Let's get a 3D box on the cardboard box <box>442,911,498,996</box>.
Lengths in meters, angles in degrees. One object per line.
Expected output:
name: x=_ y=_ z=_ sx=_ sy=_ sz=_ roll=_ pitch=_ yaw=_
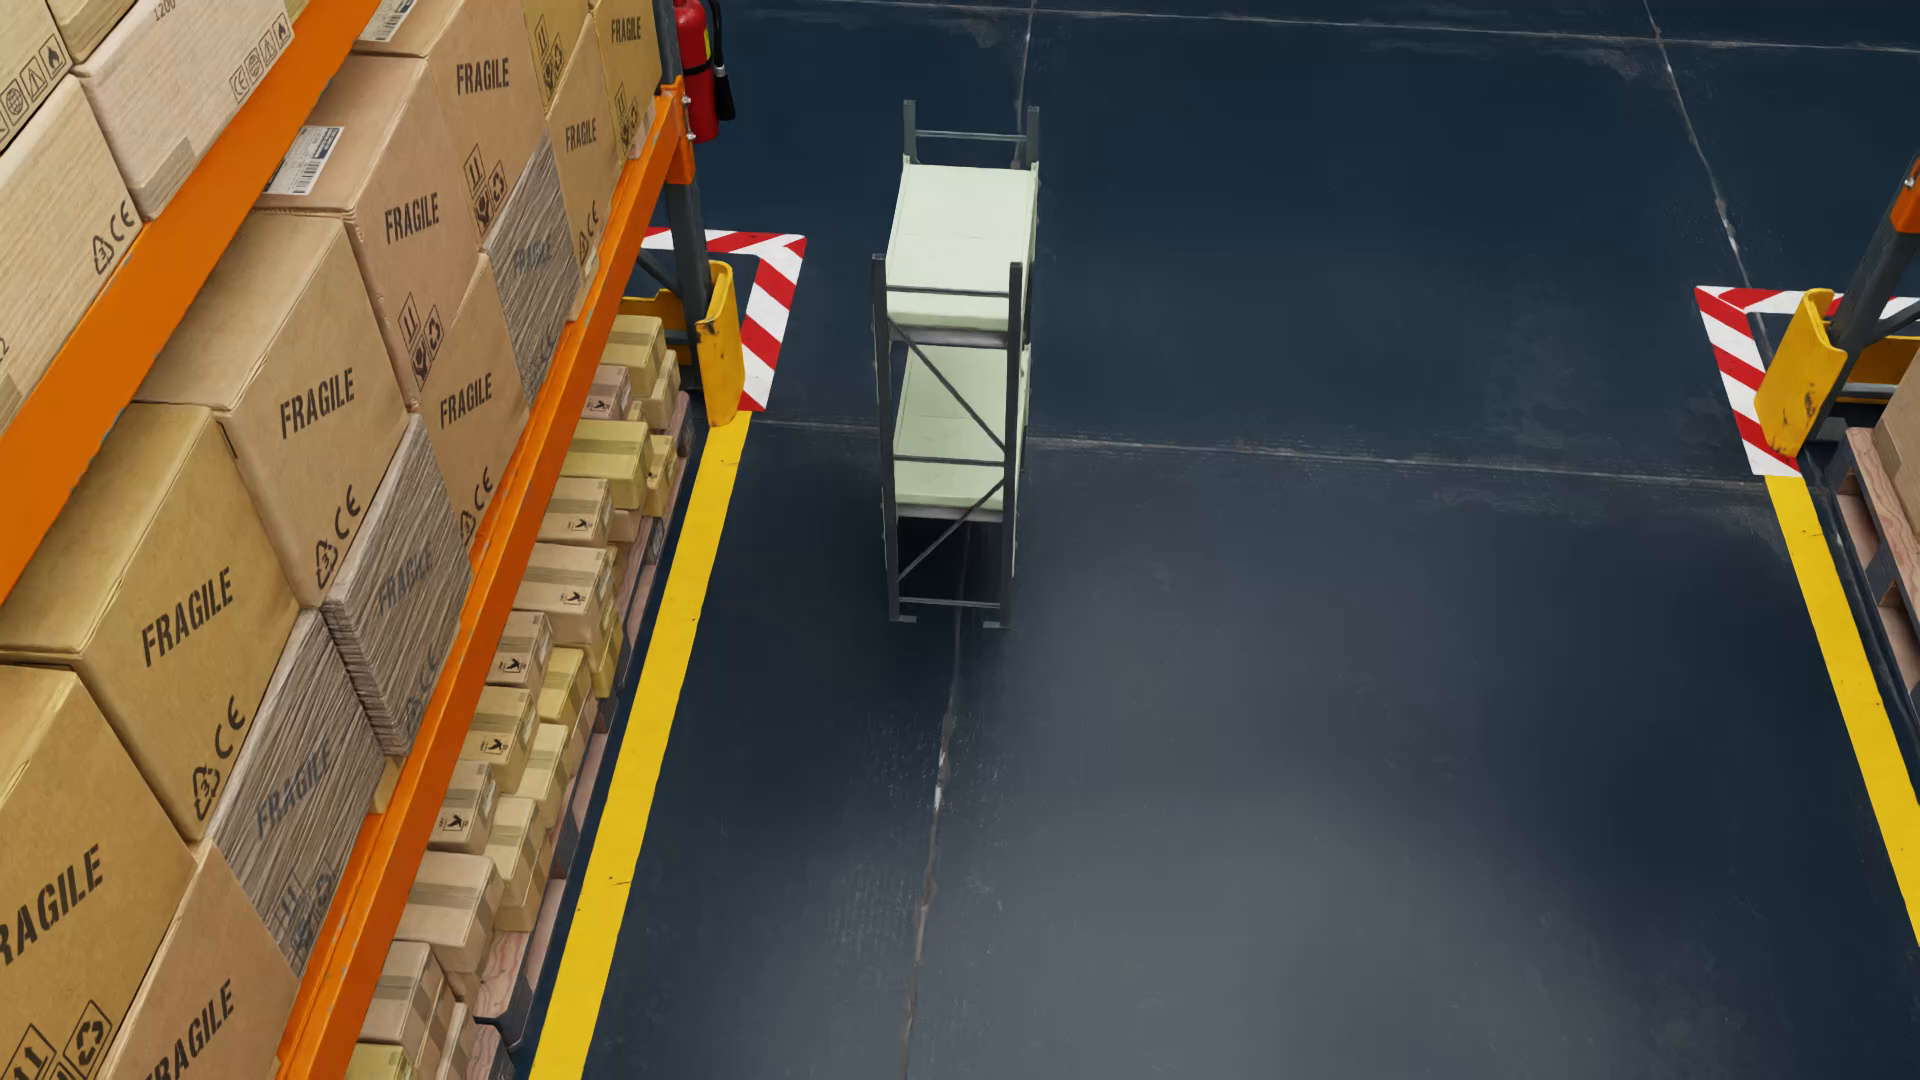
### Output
cardboard box: x=-1.417 y=0.997 z=4.252 sx=0.380 sy=0.149 sz=0.250 roll=6 pitch=48 yaw=5

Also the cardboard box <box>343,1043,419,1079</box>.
cardboard box: x=-1.469 y=1.286 z=3.785 sx=0.380 sy=0.149 sz=0.250 roll=3 pitch=48 yaw=3

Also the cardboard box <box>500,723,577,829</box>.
cardboard box: x=-1.283 y=0.636 z=4.581 sx=0.380 sy=0.149 sz=0.250 roll=4 pitch=48 yaw=4

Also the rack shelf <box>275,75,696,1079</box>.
rack shelf: x=-1.583 y=0.067 z=4.144 sx=1.077 sy=0.370 sz=4.000 roll=4 pitch=48 yaw=4

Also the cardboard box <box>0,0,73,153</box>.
cardboard box: x=-1.432 y=-0.540 z=1.942 sx=0.500 sy=0.250 sz=0.500 roll=4 pitch=48 yaw=3

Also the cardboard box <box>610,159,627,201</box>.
cardboard box: x=-1.209 y=-1.122 z=4.914 sx=0.380 sy=0.149 sz=0.250 roll=4 pitch=48 yaw=3

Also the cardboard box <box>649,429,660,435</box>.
cardboard box: x=-1.241 y=-0.425 z=5.753 sx=0.380 sy=0.149 sz=0.250 roll=5 pitch=48 yaw=4

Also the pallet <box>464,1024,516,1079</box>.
pallet: x=-1.739 y=1.739 z=4.017 sx=1.003 sy=0.211 sz=1.213 roll=4 pitch=48 yaw=4

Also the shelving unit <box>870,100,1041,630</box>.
shelving unit: x=-0.001 y=-0.501 z=5.192 sx=0.431 sy=1.500 sz=0.755 roll=4 pitch=48 yaw=4

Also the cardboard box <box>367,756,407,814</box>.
cardboard box: x=-1.373 y=0.418 z=3.505 sx=0.380 sy=0.149 sz=0.250 roll=5 pitch=48 yaw=4

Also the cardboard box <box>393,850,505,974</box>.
cardboard box: x=-1.363 y=0.912 z=4.128 sx=0.380 sy=0.149 sz=0.250 roll=5 pitch=48 yaw=4

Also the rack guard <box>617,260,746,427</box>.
rack guard: x=-1.407 y=-0.746 z=6.094 sx=1.175 sy=0.500 sz=0.348 roll=4 pitch=48 yaw=4

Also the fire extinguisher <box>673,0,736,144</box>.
fire extinguisher: x=-0.918 y=-1.648 z=5.530 sx=0.296 sy=0.674 sz=0.183 roll=4 pitch=48 yaw=4

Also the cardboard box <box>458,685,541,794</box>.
cardboard box: x=-1.359 y=0.527 z=4.479 sx=0.380 sy=0.149 sz=0.250 roll=4 pitch=48 yaw=4

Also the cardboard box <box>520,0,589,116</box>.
cardboard box: x=-1.240 y=-1.392 z=4.043 sx=0.500 sy=0.500 sz=0.500 roll=2 pitch=48 yaw=2

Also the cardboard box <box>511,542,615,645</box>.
cardboard box: x=-1.229 y=0.147 z=4.827 sx=0.380 sy=0.149 sz=0.250 roll=5 pitch=48 yaw=5

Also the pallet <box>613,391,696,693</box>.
pallet: x=-1.516 y=-0.054 z=5.657 sx=1.003 sy=0.211 sz=1.213 roll=4 pitch=48 yaw=4

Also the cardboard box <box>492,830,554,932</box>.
cardboard box: x=-1.334 y=0.912 z=4.531 sx=0.380 sy=0.149 sz=0.250 roll=3 pitch=48 yaw=2

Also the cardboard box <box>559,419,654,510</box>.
cardboard box: x=-1.173 y=-0.240 z=5.181 sx=0.380 sy=0.149 sz=0.250 roll=3 pitch=48 yaw=3

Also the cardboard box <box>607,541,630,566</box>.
cardboard box: x=-1.273 y=-0.040 z=5.402 sx=0.380 sy=0.149 sz=0.250 roll=4 pitch=48 yaw=3

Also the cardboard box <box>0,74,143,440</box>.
cardboard box: x=-1.423 y=-0.359 z=2.115 sx=0.500 sy=0.250 sz=0.500 roll=3 pitch=48 yaw=3

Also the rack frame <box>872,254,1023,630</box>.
rack frame: x=-0.034 y=-0.232 z=4.946 sx=0.400 sy=1.500 sz=0.023 roll=4 pitch=48 yaw=4

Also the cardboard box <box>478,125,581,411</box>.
cardboard box: x=-1.274 y=-0.681 z=4.071 sx=0.500 sy=0.500 sz=0.500 roll=4 pitch=48 yaw=4

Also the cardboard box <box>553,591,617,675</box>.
cardboard box: x=-1.244 y=0.245 z=4.939 sx=0.380 sy=0.149 sz=0.250 roll=5 pitch=48 yaw=4

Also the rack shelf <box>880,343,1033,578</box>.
rack shelf: x=-0.001 y=-0.281 z=5.433 sx=0.431 sy=0.370 sz=0.720 roll=4 pitch=48 yaw=4

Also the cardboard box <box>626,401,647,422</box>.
cardboard box: x=-1.242 y=-0.330 z=5.465 sx=0.380 sy=0.149 sz=0.250 roll=3 pitch=48 yaw=3

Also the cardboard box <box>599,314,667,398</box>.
cardboard box: x=-1.196 y=-0.620 z=5.529 sx=0.380 sy=0.149 sz=0.250 roll=4 pitch=48 yaw=4

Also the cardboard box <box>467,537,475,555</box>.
cardboard box: x=-1.363 y=0.021 z=3.868 sx=0.380 sy=0.149 sz=0.250 roll=5 pitch=48 yaw=5

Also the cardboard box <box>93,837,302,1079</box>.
cardboard box: x=-1.469 y=0.812 z=2.705 sx=0.500 sy=0.500 sz=0.500 roll=3 pitch=48 yaw=3

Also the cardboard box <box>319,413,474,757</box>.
cardboard box: x=-1.349 y=0.081 z=3.374 sx=0.500 sy=0.500 sz=0.500 roll=3 pitch=48 yaw=3

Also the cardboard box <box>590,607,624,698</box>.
cardboard box: x=-1.243 y=0.334 z=5.060 sx=0.380 sy=0.149 sz=0.250 roll=2 pitch=48 yaw=2

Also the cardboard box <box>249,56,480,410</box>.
cardboard box: x=-1.324 y=-0.620 z=3.338 sx=0.500 sy=0.500 sz=0.500 roll=2 pitch=48 yaw=2

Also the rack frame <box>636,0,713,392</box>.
rack frame: x=-1.400 y=-1.646 z=5.222 sx=1.000 sy=3.000 sz=0.127 roll=4 pitch=48 yaw=4

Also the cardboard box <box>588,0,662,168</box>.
cardboard box: x=-1.185 y=-1.432 z=4.758 sx=0.500 sy=0.500 sz=0.500 roll=5 pitch=48 yaw=4

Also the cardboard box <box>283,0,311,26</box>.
cardboard box: x=-1.305 y=-1.124 z=2.815 sx=0.500 sy=0.250 sz=0.500 roll=6 pitch=48 yaw=5

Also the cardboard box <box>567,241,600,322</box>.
cardboard box: x=-1.216 y=-0.748 z=4.571 sx=0.380 sy=0.149 sz=0.250 roll=5 pitch=48 yaw=5

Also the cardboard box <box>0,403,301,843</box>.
cardboard box: x=-1.449 y=0.125 z=2.656 sx=0.500 sy=0.500 sz=0.500 roll=3 pitch=48 yaw=2

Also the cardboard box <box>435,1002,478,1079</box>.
cardboard box: x=-1.443 y=1.296 z=4.179 sx=0.380 sy=0.149 sz=0.250 roll=3 pitch=48 yaw=3
